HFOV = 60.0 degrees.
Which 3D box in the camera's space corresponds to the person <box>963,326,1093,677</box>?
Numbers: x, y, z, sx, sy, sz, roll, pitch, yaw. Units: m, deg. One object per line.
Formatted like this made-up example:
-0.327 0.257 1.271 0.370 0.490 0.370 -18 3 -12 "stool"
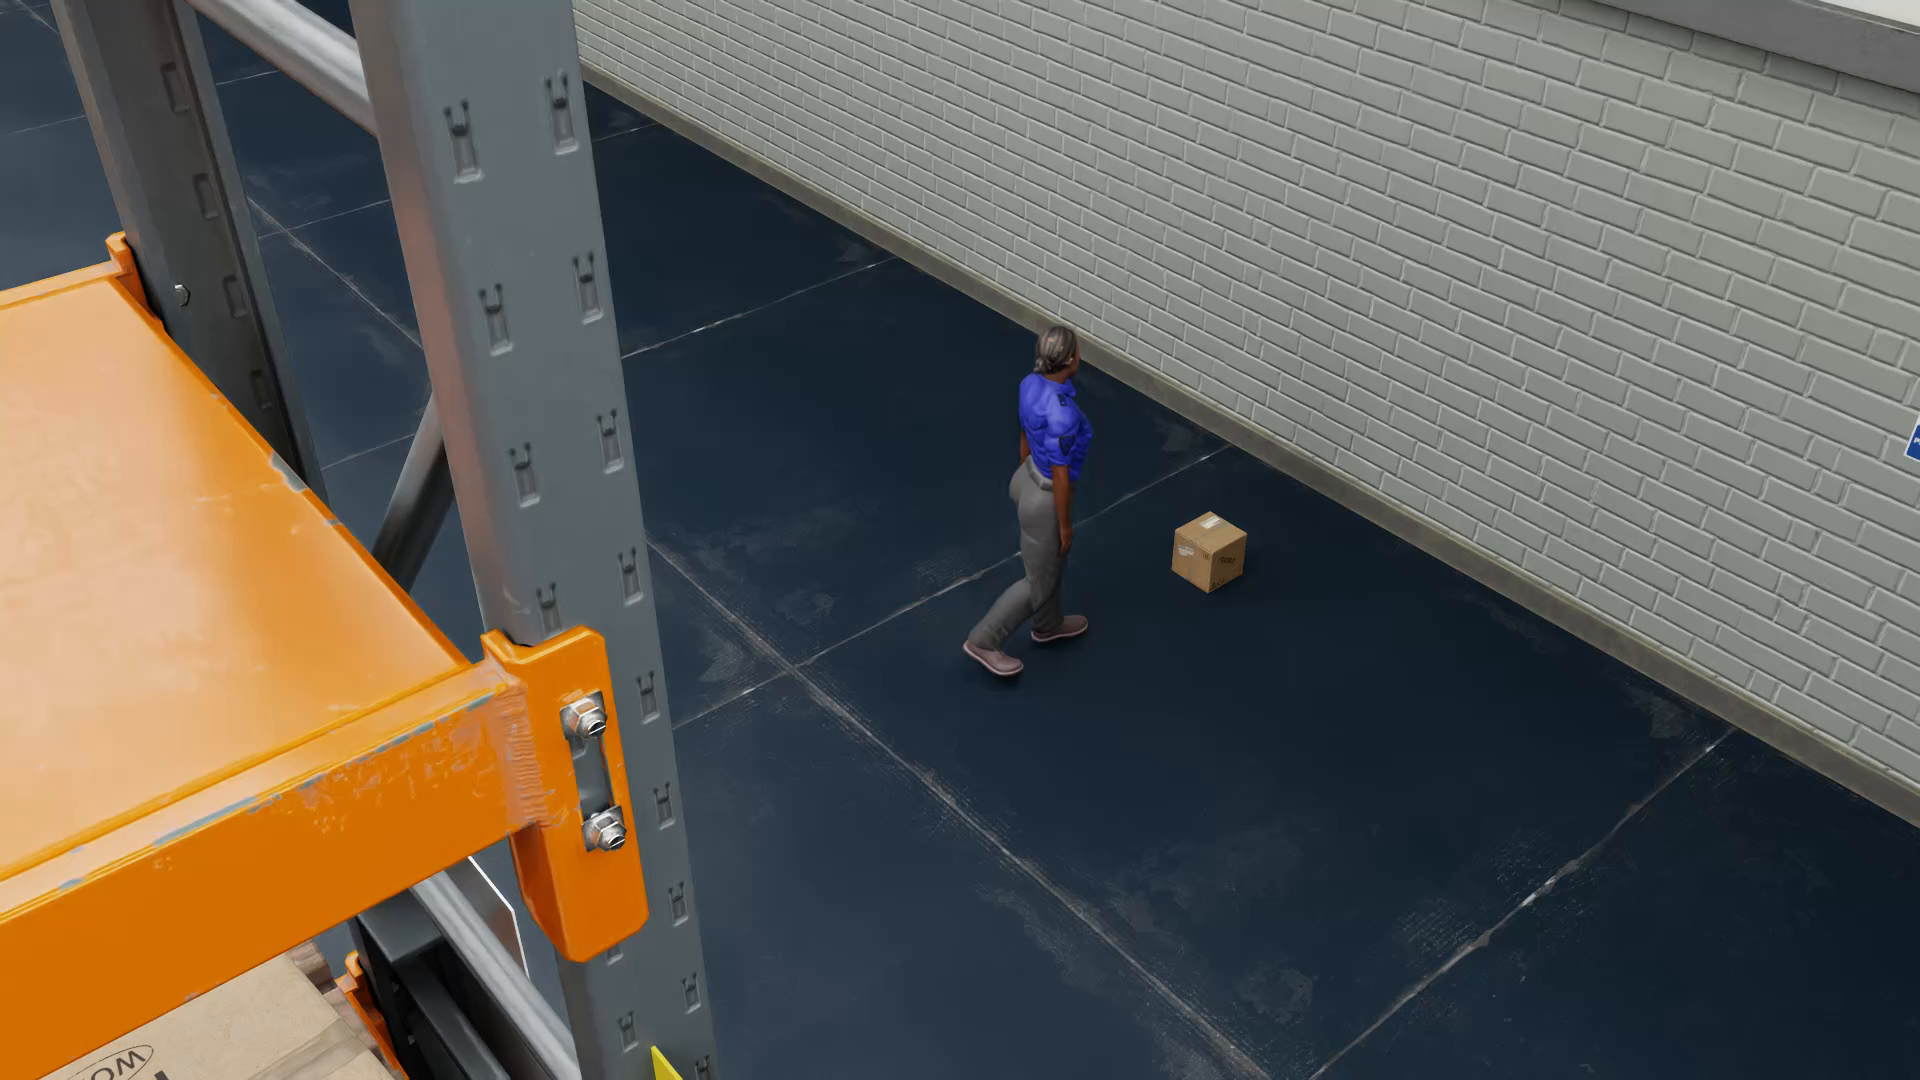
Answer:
0.314 -0.157 7.287 0.656 1.652 0.479 -9 37 -12 "person"
